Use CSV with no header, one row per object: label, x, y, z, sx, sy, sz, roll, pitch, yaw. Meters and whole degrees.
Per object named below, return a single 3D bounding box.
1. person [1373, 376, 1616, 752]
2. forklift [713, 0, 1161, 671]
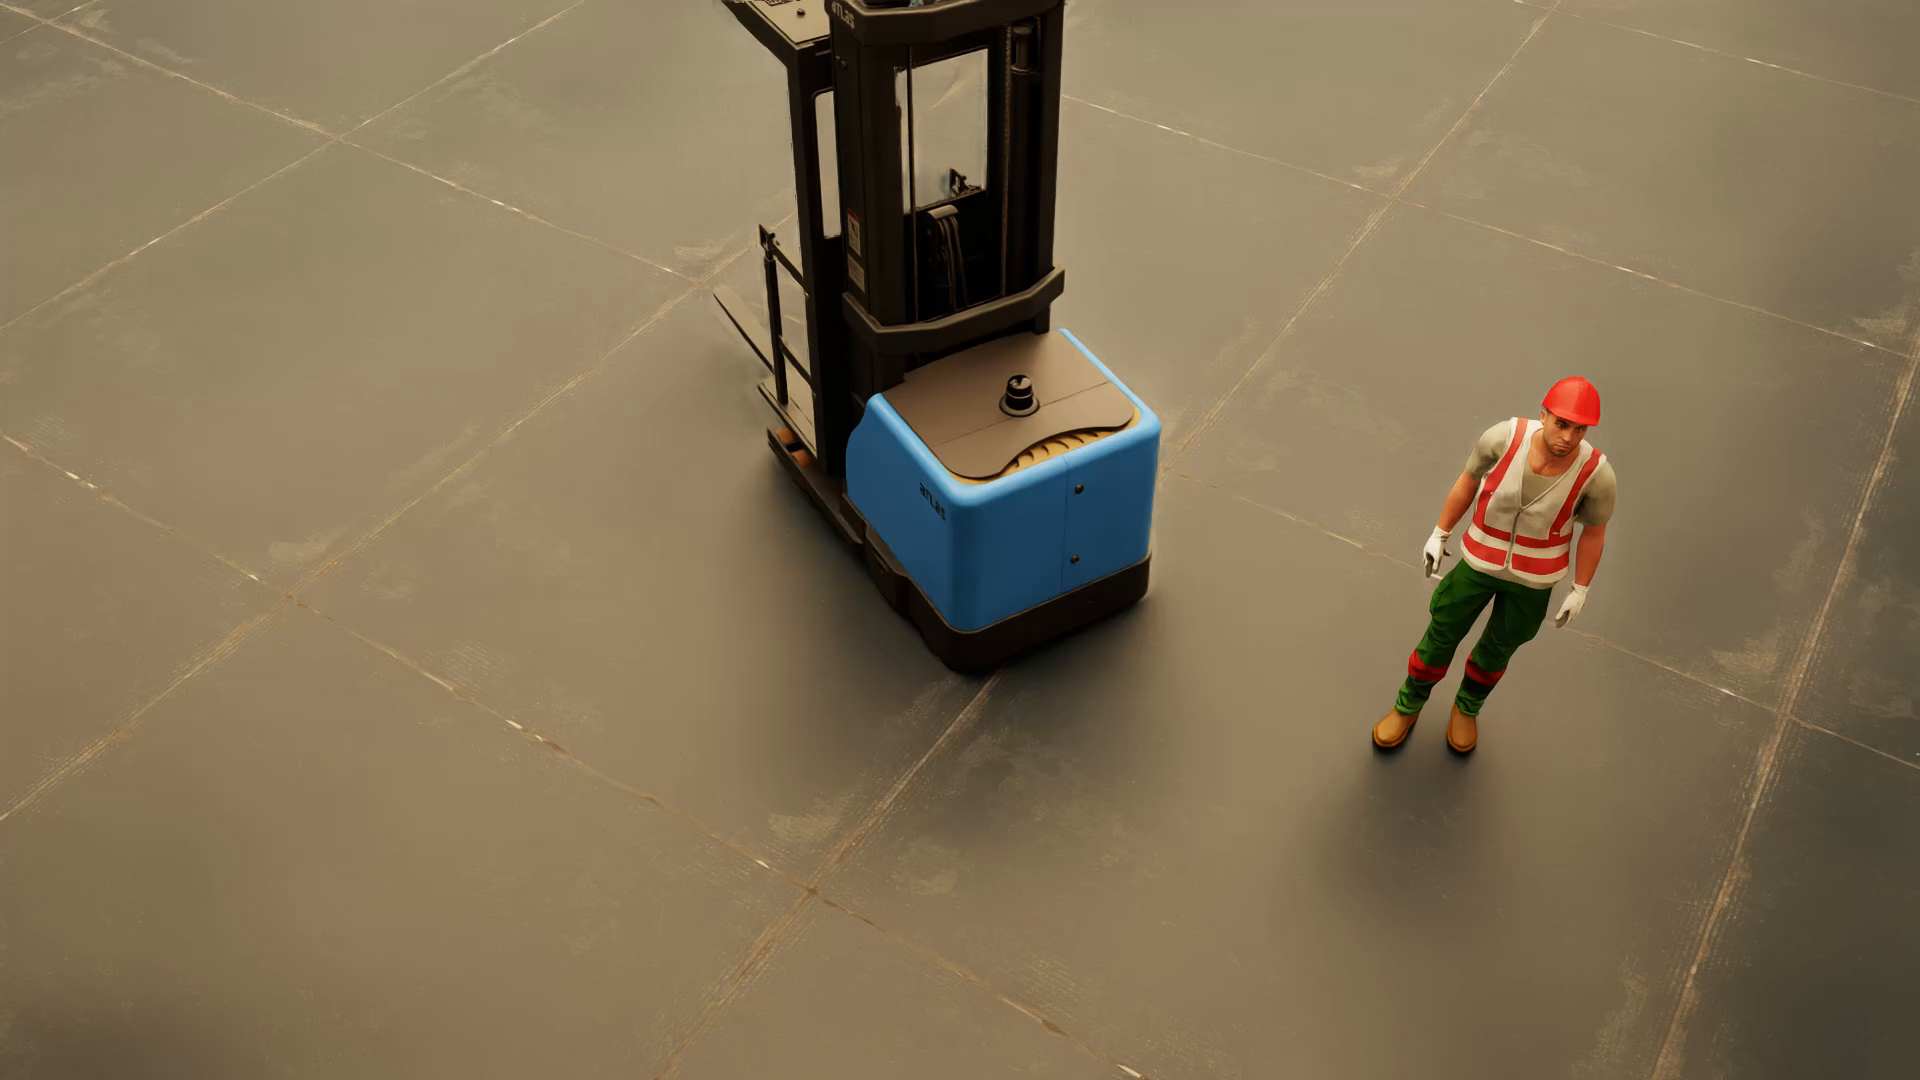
person,2.124,0.147,6.513,0.638,1.786,0.566,19,47,19
forklift,-0.308,-1.494,7.425,1.130,2.935,3.031,-22,48,-21
